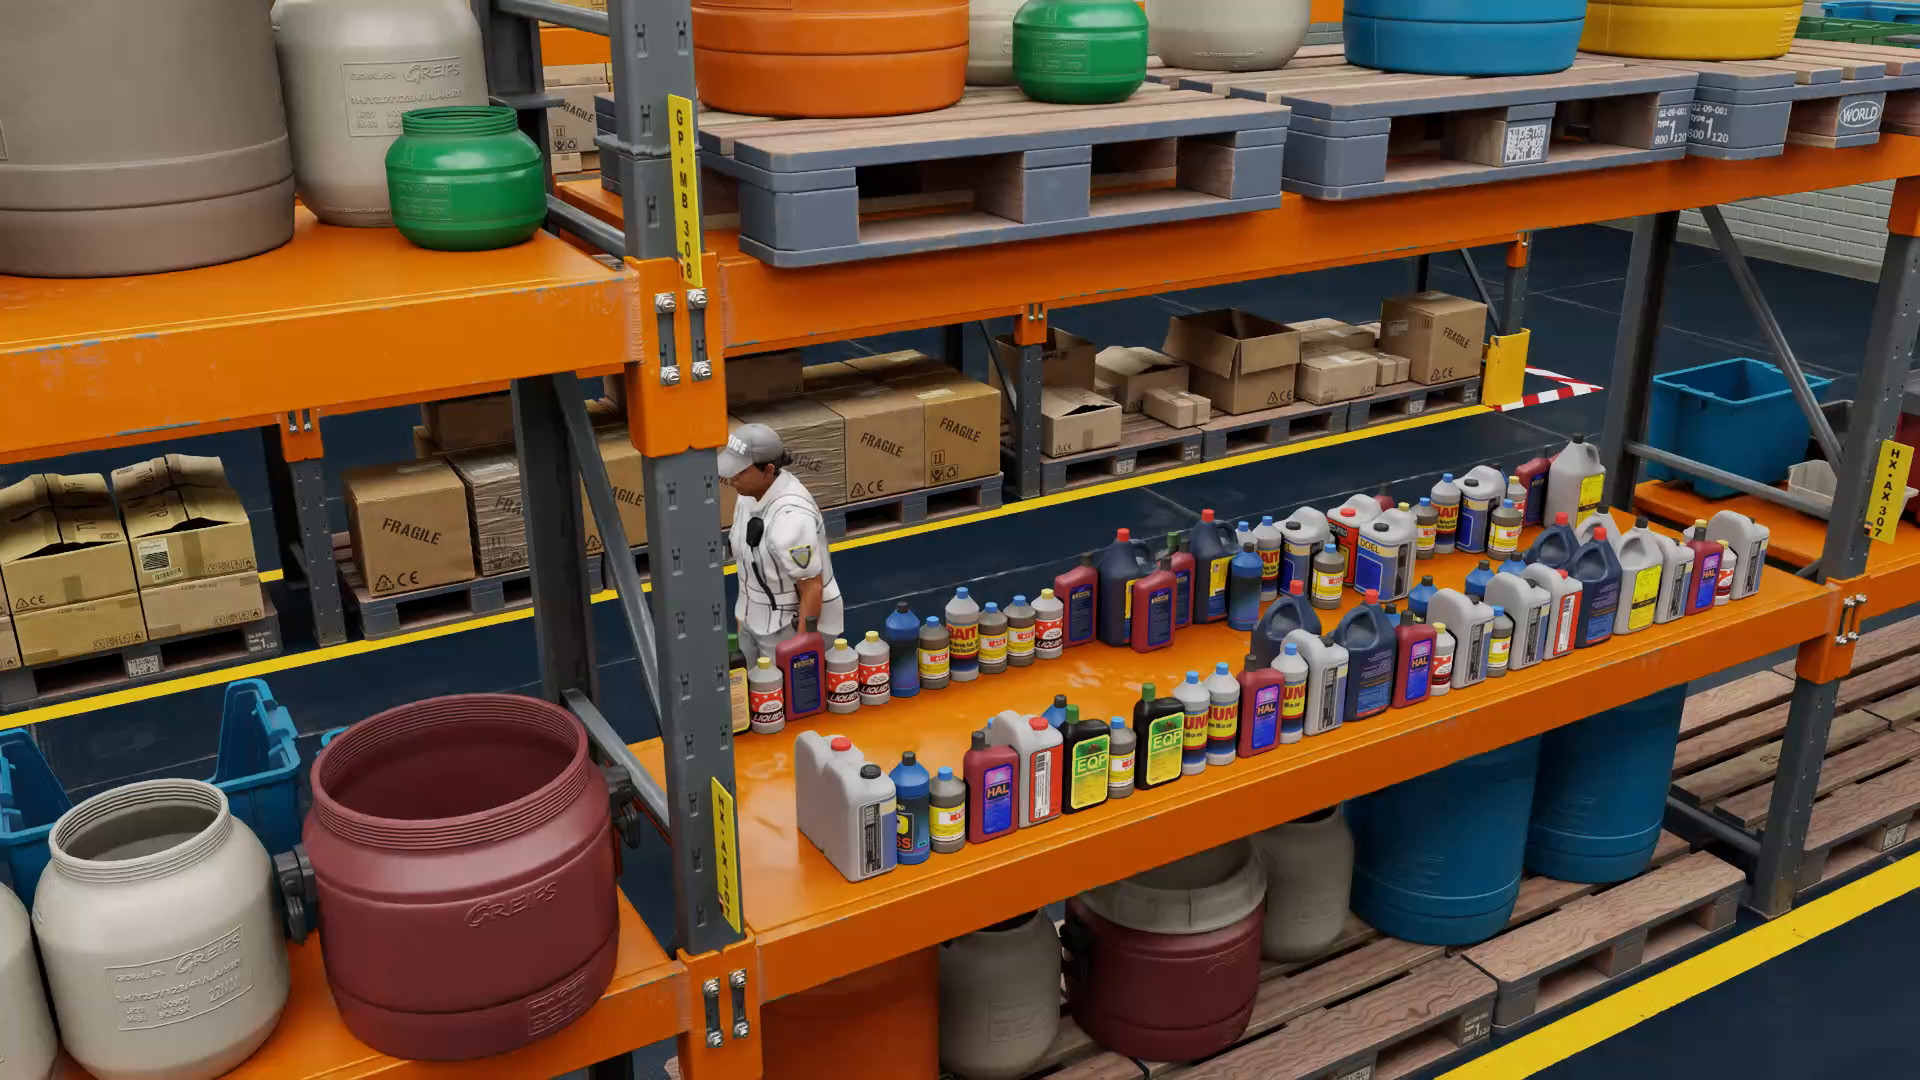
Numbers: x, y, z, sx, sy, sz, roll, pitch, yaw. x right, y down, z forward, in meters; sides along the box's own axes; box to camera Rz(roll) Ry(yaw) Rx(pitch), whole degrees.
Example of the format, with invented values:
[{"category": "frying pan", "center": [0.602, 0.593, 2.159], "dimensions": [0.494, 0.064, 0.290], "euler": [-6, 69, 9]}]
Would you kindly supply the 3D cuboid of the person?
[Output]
[{"category": "person", "center": [-0.695, 0.344, 6.223], "dimensions": [0.468, 1.666, 0.537], "euler": [-12, 25, -28]}]
